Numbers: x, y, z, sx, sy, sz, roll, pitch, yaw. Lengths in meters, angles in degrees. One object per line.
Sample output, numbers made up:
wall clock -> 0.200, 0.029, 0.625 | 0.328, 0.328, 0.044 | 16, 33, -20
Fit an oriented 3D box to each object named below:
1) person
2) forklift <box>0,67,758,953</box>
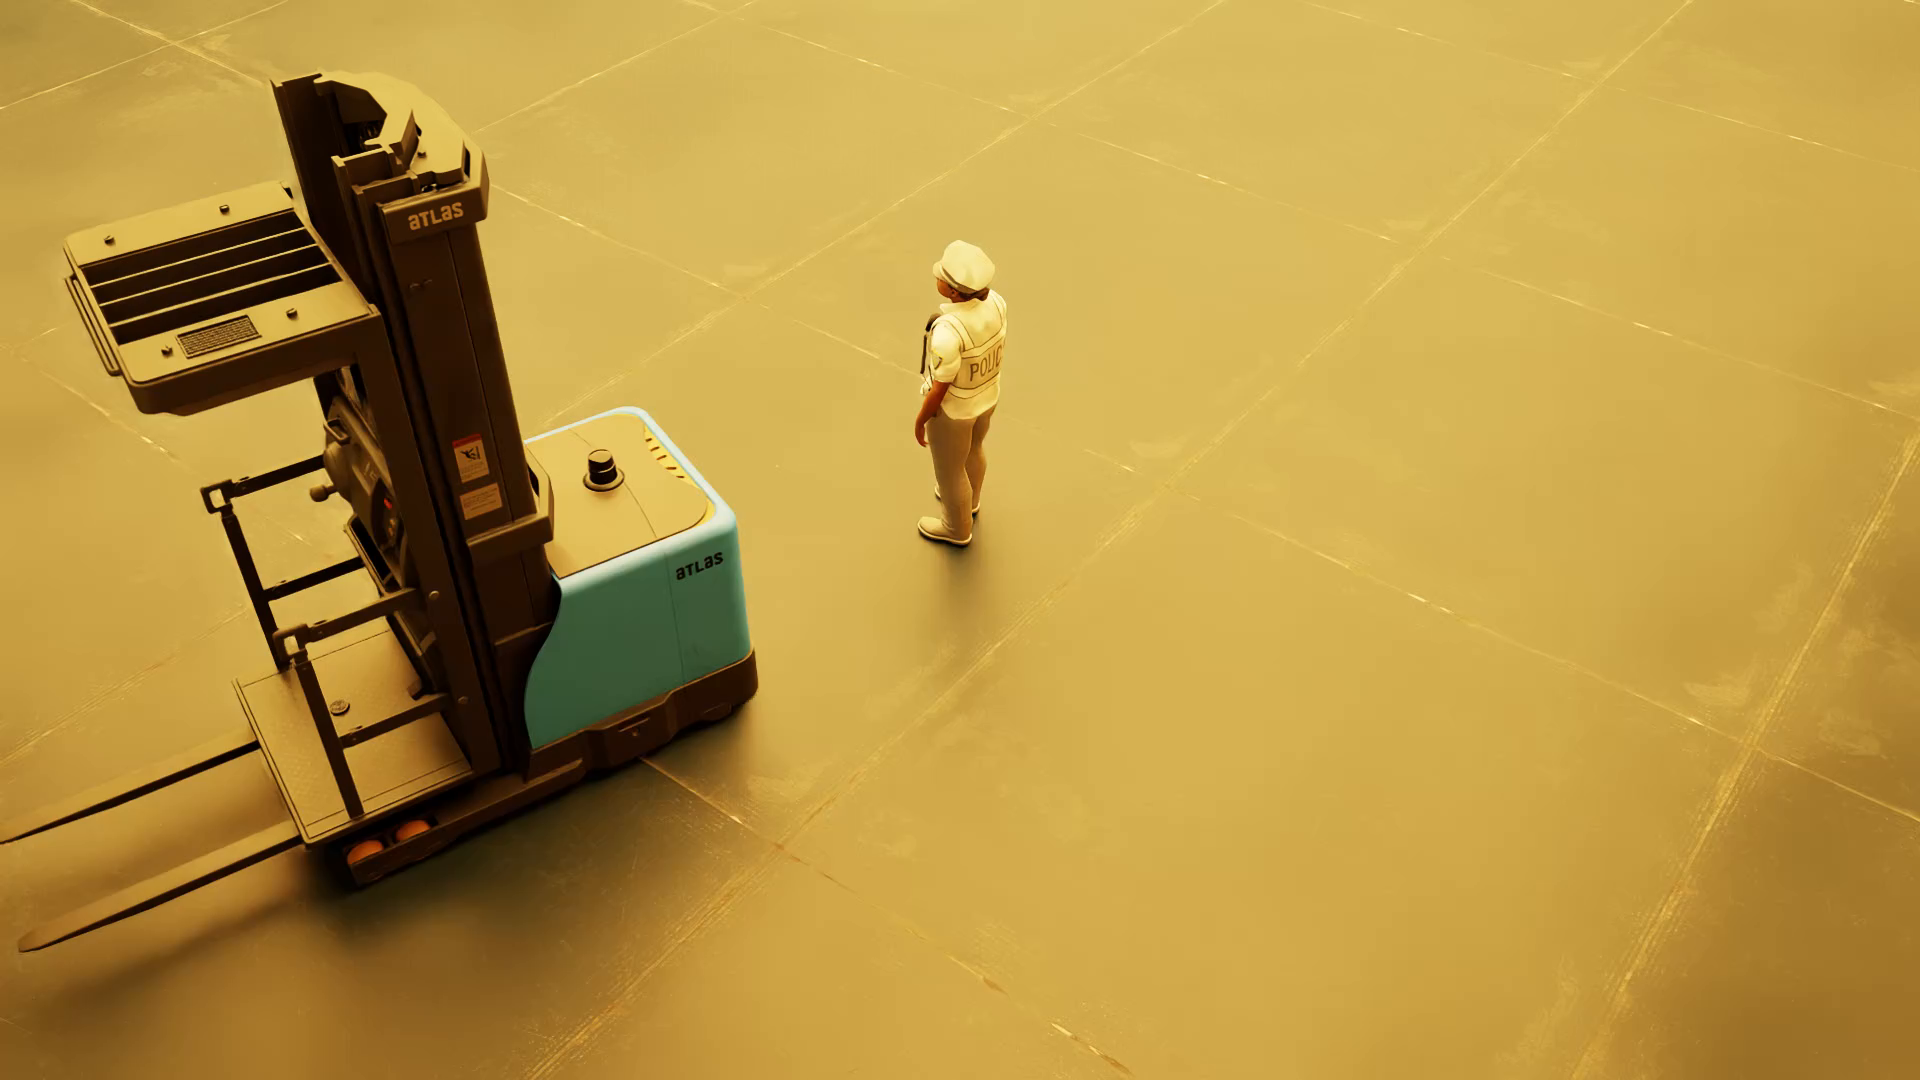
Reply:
person -> -0.047, -0.690, 7.825 | 0.530, 1.694, 0.570 | 26, 47, 28
forklift -> -2.417, -0.131, 6.228 | 3.031, 2.935, 1.130 | -23, 46, -25
